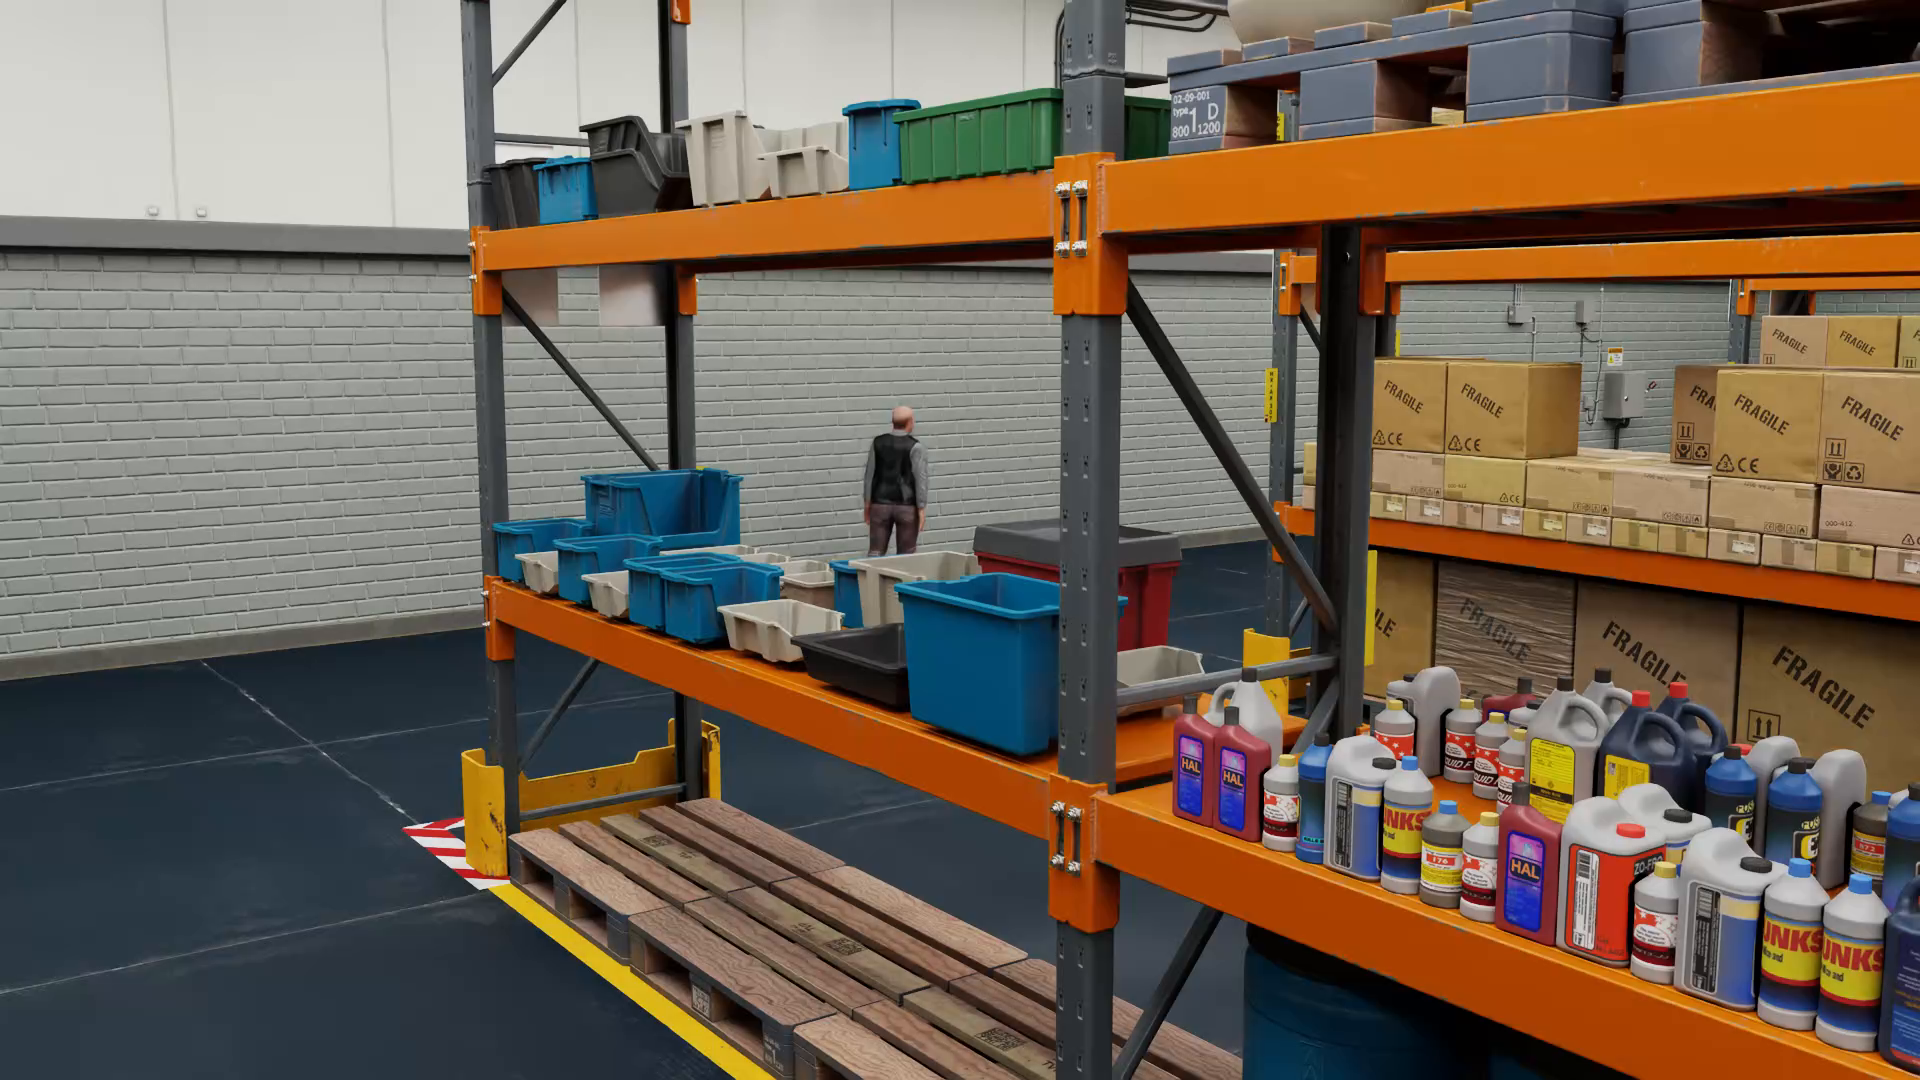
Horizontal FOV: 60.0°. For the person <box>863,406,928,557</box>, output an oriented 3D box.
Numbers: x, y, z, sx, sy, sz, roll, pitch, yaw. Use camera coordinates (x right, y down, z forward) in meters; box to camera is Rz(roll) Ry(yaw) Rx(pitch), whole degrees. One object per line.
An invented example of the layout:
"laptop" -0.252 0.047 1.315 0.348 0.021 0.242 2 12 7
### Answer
"person" -0.560 -0.239 13.674 0.593 1.714 0.549 3 8 19
